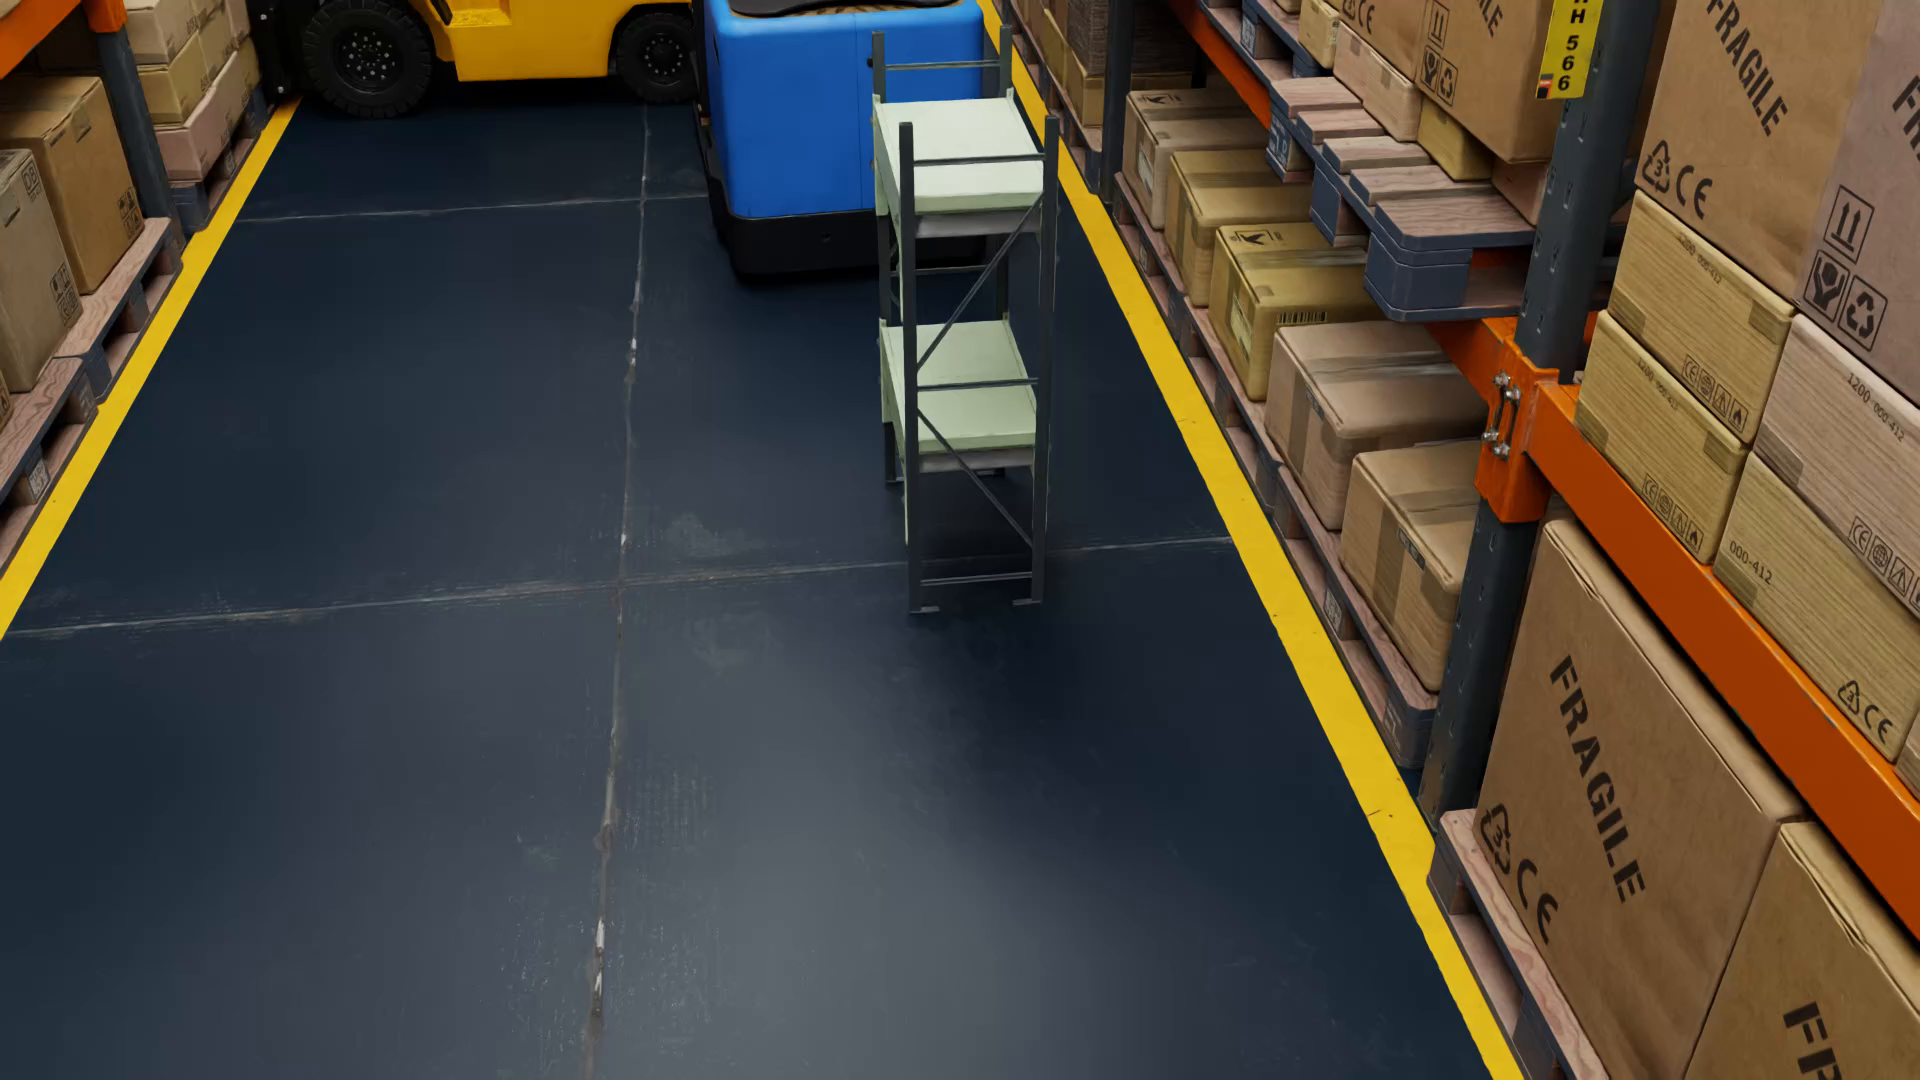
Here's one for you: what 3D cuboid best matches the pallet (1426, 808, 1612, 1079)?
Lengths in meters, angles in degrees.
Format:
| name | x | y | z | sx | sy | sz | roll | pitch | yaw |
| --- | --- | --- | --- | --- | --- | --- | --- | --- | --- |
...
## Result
| name | x | y | z | sx | sy | sz | roll | pitch | yaw |
| --- | --- | --- | --- | --- | --- | --- | --- | --- | --- |
| pallet | 1.703 | 1.027 | 3.555 | 1.003 | 0.211 | 1.213 | -4 | 35 | -6 |

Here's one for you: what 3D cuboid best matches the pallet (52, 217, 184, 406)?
| name | x | y | z | sx | sy | sz | roll | pitch | yaw |
| --- | --- | --- | --- | --- | --- | --- | --- | --- | --- |
| pallet | -3.646 | -0.864 | 6.331 | 1.003 | 0.211 | 1.213 | -4 | 35 | -6 |

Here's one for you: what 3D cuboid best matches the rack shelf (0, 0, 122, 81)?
| name | x | y | z | sx | sy | sz | roll | pitch | yaw |
| --- | --- | --- | --- | --- | --- | --- | --- | --- | --- |
| rack shelf | -3.515 | -1.012 | 4.710 | 1.077 | 0.370 | 4.000 | -4 | 35 | -6 |

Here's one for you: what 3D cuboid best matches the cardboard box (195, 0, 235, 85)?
| name | x | y | z | sx | sy | sz | roll | pitch | yaw |
| --- | --- | --- | --- | --- | --- | --- | --- | --- | --- |
| cardboard box | -3.613 | -2.243 | 7.503 | 0.500 | 0.250 | 0.500 | -5 | 35 | -7 |

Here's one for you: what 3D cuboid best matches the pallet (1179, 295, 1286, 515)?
| name | x | y | z | sx | sy | sz | roll | pitch | yaw |
| --- | --- | --- | --- | --- | --- | --- | --- | --- | --- |
| pallet | 1.408 | -0.534 | 5.846 | 1.003 | 0.211 | 1.213 | -4 | 35 | -6 |

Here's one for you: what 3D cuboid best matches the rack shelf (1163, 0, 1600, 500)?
| name | x | y | z | sx | sy | sz | roll | pitch | yaw |
| --- | --- | --- | --- | --- | --- | --- | --- | --- | --- |
| rack shelf | 1.403 | -1.390 | 5.264 | 1.077 | 0.370 | 4.000 | -4 | 35 | -6 |

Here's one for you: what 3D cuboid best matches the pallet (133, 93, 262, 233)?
| name | x | y | z | sx | sy | sz | roll | pitch | yaw |
| --- | --- | --- | --- | --- | --- | --- | --- | --- | --- |
| pallet | -3.849 | -1.720 | 7.586 | 1.003 | 0.211 | 1.213 | -4 | 35 | -6 |

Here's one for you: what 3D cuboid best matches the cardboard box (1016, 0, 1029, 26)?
| name | x | y | z | sx | sy | sz | roll | pitch | yaw |
| --- | --- | --- | --- | --- | --- | --- | --- | --- | --- |
| cardboard box | 0.578 | -3.012 | 9.075 | 0.500 | 0.250 | 0.500 | -2 | 34 | -3 |

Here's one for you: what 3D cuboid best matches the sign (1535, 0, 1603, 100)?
| name | x | y | z | sx | sy | sz | roll | pitch | yaw |
| --- | --- | --- | --- | --- | --- | --- | --- | --- | --- |
| sign | 1.136 | -0.970 | 3.052 | 0.100 | 0.325 | 0.005 | -4 | 35 | -6 |

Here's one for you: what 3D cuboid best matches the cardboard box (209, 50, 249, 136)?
| name | x | y | z | sx | sy | sz | roll | pitch | yaw |
| --- | --- | --- | --- | --- | --- | --- | --- | --- | --- |
| cardboard box | -3.605 | -2.039 | 7.648 | 0.500 | 0.250 | 0.500 | -5 | 35 | -7 |

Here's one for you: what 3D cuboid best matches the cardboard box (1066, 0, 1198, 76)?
| name | x | y | z | sx | sy | sz | roll | pitch | yaw |
| --- | --- | --- | --- | --- | --- | --- | --- | --- | --- |
| cardboard box | 0.789 | -2.460 | 7.599 | 0.500 | 0.500 | 0.500 | -5 | 35 | -7 |

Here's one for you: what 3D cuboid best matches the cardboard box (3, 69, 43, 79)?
| name | x | y | z | sx | sy | sz | roll | pitch | yaw |
| --- | --- | --- | --- | --- | --- | --- | --- | --- | --- |
| cardboard box | -4.053 | -1.925 | 7.036 | 0.500 | 0.250 | 0.500 | -5 | 35 | -7 |

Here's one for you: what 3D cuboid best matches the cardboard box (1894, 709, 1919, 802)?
| name | x | y | z | sx | sy | sz | roll | pitch | yaw |
| --- | --- | --- | --- | --- | --- | --- | --- | --- | --- |
| cardboard box | 1.640 | 0.362 | 2.189 | 0.500 | 0.250 | 0.500 | -3 | 34 | -5 |

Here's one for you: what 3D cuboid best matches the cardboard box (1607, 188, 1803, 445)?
| name | x | y | z | sx | sy | sz | roll | pitch | yaw |
| --- | --- | --- | --- | --- | --- | --- | --- | --- | --- |
| cardboard box | 1.495 | -0.414 | 2.883 | 0.500 | 0.250 | 0.500 | -5 | 35 | -7 |

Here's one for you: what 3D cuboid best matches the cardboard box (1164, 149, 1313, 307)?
| name | x | y | z | sx | sy | sz | roll | pitch | yaw |
| --- | --- | --- | --- | --- | --- | --- | --- | --- | --- |
| cardboard box | 1.307 | -1.197 | 6.304 | 0.950 | 0.372 | 0.625 | -2 | 34 | -3 |

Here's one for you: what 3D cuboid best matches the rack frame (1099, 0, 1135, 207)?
| name | x | y | z | sx | sy | sz | roll | pitch | yaw |
| --- | --- | --- | --- | --- | --- | --- | --- | --- | --- |
| rack frame | 1.134 | -2.803 | 6.699 | 1.000 | 3.000 | 0.127 | -4 | 35 | -6 |

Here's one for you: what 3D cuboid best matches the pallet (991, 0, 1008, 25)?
| name | x | y | z | sx | sy | sz | roll | pitch | yaw |
| --- | --- | --- | --- | --- | --- | --- | --- | --- | --- |
| pallet | 0.681 | -3.384 | 10.029 | 1.003 | 0.211 | 1.213 | -4 | 35 | -6 |

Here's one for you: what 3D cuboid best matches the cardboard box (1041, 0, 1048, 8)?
| name | x | y | z | sx | sy | sz | roll | pitch | yaw |
| --- | --- | --- | --- | --- | --- | --- | --- | --- | --- |
| cardboard box | 0.649 | -3.028 | 8.433 | 0.500 | 0.500 | 0.500 | -3 | 34 | -4 |

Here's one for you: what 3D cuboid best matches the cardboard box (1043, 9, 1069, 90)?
| name | x | y | z | sx | sy | sz | roll | pitch | yaw |
| --- | --- | --- | --- | --- | --- | --- | --- | --- | --- |
| cardboard box | 0.707 | -2.446 | 8.245 | 0.500 | 0.250 | 0.500 | -5 | 35 | -8 |

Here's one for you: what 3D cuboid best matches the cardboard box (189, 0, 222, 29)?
| name | x | y | z | sx | sy | sz | roll | pitch | yaw |
| --- | --- | --- | --- | --- | --- | --- | --- | --- | --- |
| cardboard box | -3.597 | -2.455 | 7.370 | 0.500 | 0.250 | 0.500 | -4 | 35 | -6 |

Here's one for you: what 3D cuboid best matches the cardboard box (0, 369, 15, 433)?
| name | x | y | z | sx | sy | sz | roll | pitch | yaw |
| --- | --- | --- | --- | --- | --- | --- | --- | --- | --- |
| cardboard box | -3.503 | -0.474 | 5.017 | 0.875 | 0.625 | 0.625 | -6 | 35 | -8 |

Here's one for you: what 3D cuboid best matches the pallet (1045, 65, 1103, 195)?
| name | x | y | z | sx | sy | sz | roll | pitch | yaw |
| --- | --- | --- | --- | --- | --- | --- | --- | --- | --- |
| pallet | 1.009 | -2.023 | 8.031 | 1.003 | 0.211 | 1.213 | -4 | 35 | -6 |

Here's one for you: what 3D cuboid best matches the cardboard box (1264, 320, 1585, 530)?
| name | x | y | z | sx | sy | sz | roll | pitch | yaw |
| --- | --- | --- | --- | --- | --- | --- | --- | --- | --- |
| cardboard box | 1.499 | -0.386 | 5.113 | 0.950 | 0.372 | 0.625 | -5 | 35 | -7 |

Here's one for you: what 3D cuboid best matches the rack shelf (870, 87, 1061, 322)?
| name | x | y | z | sx | sy | sz | roll | pitch | yaw |
| --- | --- | --- | --- | --- | --- | --- | --- | --- | --- |
| rack shelf | -0.001 | -0.946 | 4.613 | 0.431 | 0.370 | 0.720 | -4 | 35 | -6 |

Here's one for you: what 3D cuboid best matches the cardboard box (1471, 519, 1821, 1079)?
| name | x | y | z | sx | sy | sz | roll | pitch | yaw |
| --- | --- | --- | --- | --- | --- | --- | --- | --- | --- |
| cardboard box | 1.683 | 0.525 | 3.329 | 0.875 | 0.875 | 0.875 | -5 | 35 | -7 |

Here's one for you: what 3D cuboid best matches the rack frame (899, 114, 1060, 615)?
| name | x | y | z | sx | sy | sz | roll | pitch | yaw |
| --- | --- | --- | --- | --- | --- | --- | --- | --- | --- |
| rack frame | 0.048 | -0.419 | 4.533 | 0.400 | 1.500 | 0.023 | -4 | 35 | -6 |

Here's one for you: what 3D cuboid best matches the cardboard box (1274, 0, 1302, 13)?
| name | x | y | z | sx | sy | sz | roll | pitch | yaw |
| --- | --- | --- | --- | --- | --- | --- | --- | --- | --- |
| cardboard box | 1.108 | -1.664 | 4.879 | 0.380 | 0.149 | 0.250 | -5 | 35 | -8 |

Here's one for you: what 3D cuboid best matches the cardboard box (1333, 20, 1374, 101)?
| name | x | y | z | sx | sy | sz | roll | pitch | yaw |
| --- | --- | --- | --- | --- | --- | --- | --- | --- | --- |
| cardboard box | 1.183 | -1.228 | 4.239 | 0.380 | 0.149 | 0.250 | -6 | 35 | -9 |

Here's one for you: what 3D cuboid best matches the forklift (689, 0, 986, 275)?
| name | x | y | z | sx | sy | sz | roll | pitch | yaw |
| --- | --- | --- | --- | --- | --- | --- | --- | --- | --- |
| forklift | -0.694 | -3.101 | 7.198 | 1.130 | 2.935 | 3.031 | -7 | 35 | -10 |

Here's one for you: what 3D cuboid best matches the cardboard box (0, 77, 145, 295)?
| name | x | y | z | sx | sy | sz | roll | pitch | yaw |
| --- | --- | --- | --- | --- | --- | --- | --- | --- | --- |
| cardboard box | -3.703 | -1.327 | 6.269 | 0.875 | 0.625 | 0.625 | -3 | 34 | -4 |

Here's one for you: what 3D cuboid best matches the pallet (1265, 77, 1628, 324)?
| name | x | y | z | sx | sy | sz | roll | pitch | yaw |
| --- | --- | --- | --- | --- | --- | --- | --- | --- | --- |
| pallet | 1.471 | -0.881 | 4.050 | 1.213 | 0.211 | 1.003 | -4 | 35 | -6 |

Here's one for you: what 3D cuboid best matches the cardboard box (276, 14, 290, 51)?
| name | x | y | z | sx | sy | sz | roll | pitch | yaw |
| --- | --- | --- | --- | --- | --- | --- | --- | --- | --- |
| cardboard box | -3.738 | -2.610 | 8.485 | 0.500 | 0.250 | 0.500 | -3 | 34 | -5 |

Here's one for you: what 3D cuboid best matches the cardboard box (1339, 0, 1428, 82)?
| name | x | y | z | sx | sy | sz | roll | pitch | yaw |
| --- | --- | --- | --- | --- | --- | --- | --- | --- | --- |
| cardboard box | 1.255 | -1.429 | 3.957 | 0.500 | 0.500 | 0.500 | -5 | 35 | -7 |

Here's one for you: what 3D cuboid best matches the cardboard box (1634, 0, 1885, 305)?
| name | x | y | z | sx | sy | sz | roll | pitch | yaw |
| --- | --- | --- | --- | --- | --- | --- | --- | --- | --- |
| cardboard box | 1.496 | -0.732 | 2.683 | 0.500 | 0.500 | 0.500 | -5 | 35 | -8 |

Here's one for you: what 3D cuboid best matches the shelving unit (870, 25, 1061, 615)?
| name | x | y | z | sx | sy | sz | roll | pitch | yaw |
| --- | --- | --- | --- | --- | --- | --- | --- | --- | --- |
| shelving unit | -0.001 | -0.623 | 4.833 | 0.431 | 1.500 | 0.755 | -4 | 35 | -6 |

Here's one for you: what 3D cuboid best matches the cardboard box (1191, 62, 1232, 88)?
| name | x | y | z | sx | sy | sz | roll | pitch | yaw |
| --- | --- | --- | --- | --- | --- | --- | --- | --- | --- |
| cardboard box | 1.322 | -2.190 | 7.869 | 0.500 | 0.250 | 0.500 | -6 | 35 | -9 |

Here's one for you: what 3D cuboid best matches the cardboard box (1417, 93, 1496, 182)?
| name | x | y | z | sx | sy | sz | roll | pitch | yaw |
| --- | --- | --- | --- | --- | --- | --- | --- | --- | --- |
| cardboard box | 1.287 | -0.950 | 3.830 | 0.380 | 0.149 | 0.250 | -4 | 34 | -6 |

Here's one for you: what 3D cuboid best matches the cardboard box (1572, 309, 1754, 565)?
| name | x | y | z | sx | sy | sz | roll | pitch | yaw |
| --- | --- | --- | --- | --- | --- | --- | --- | --- | --- |
| cardboard box | 1.489 | -0.217 | 3.037 | 0.500 | 0.250 | 0.500 | -5 | 35 | -7 |
